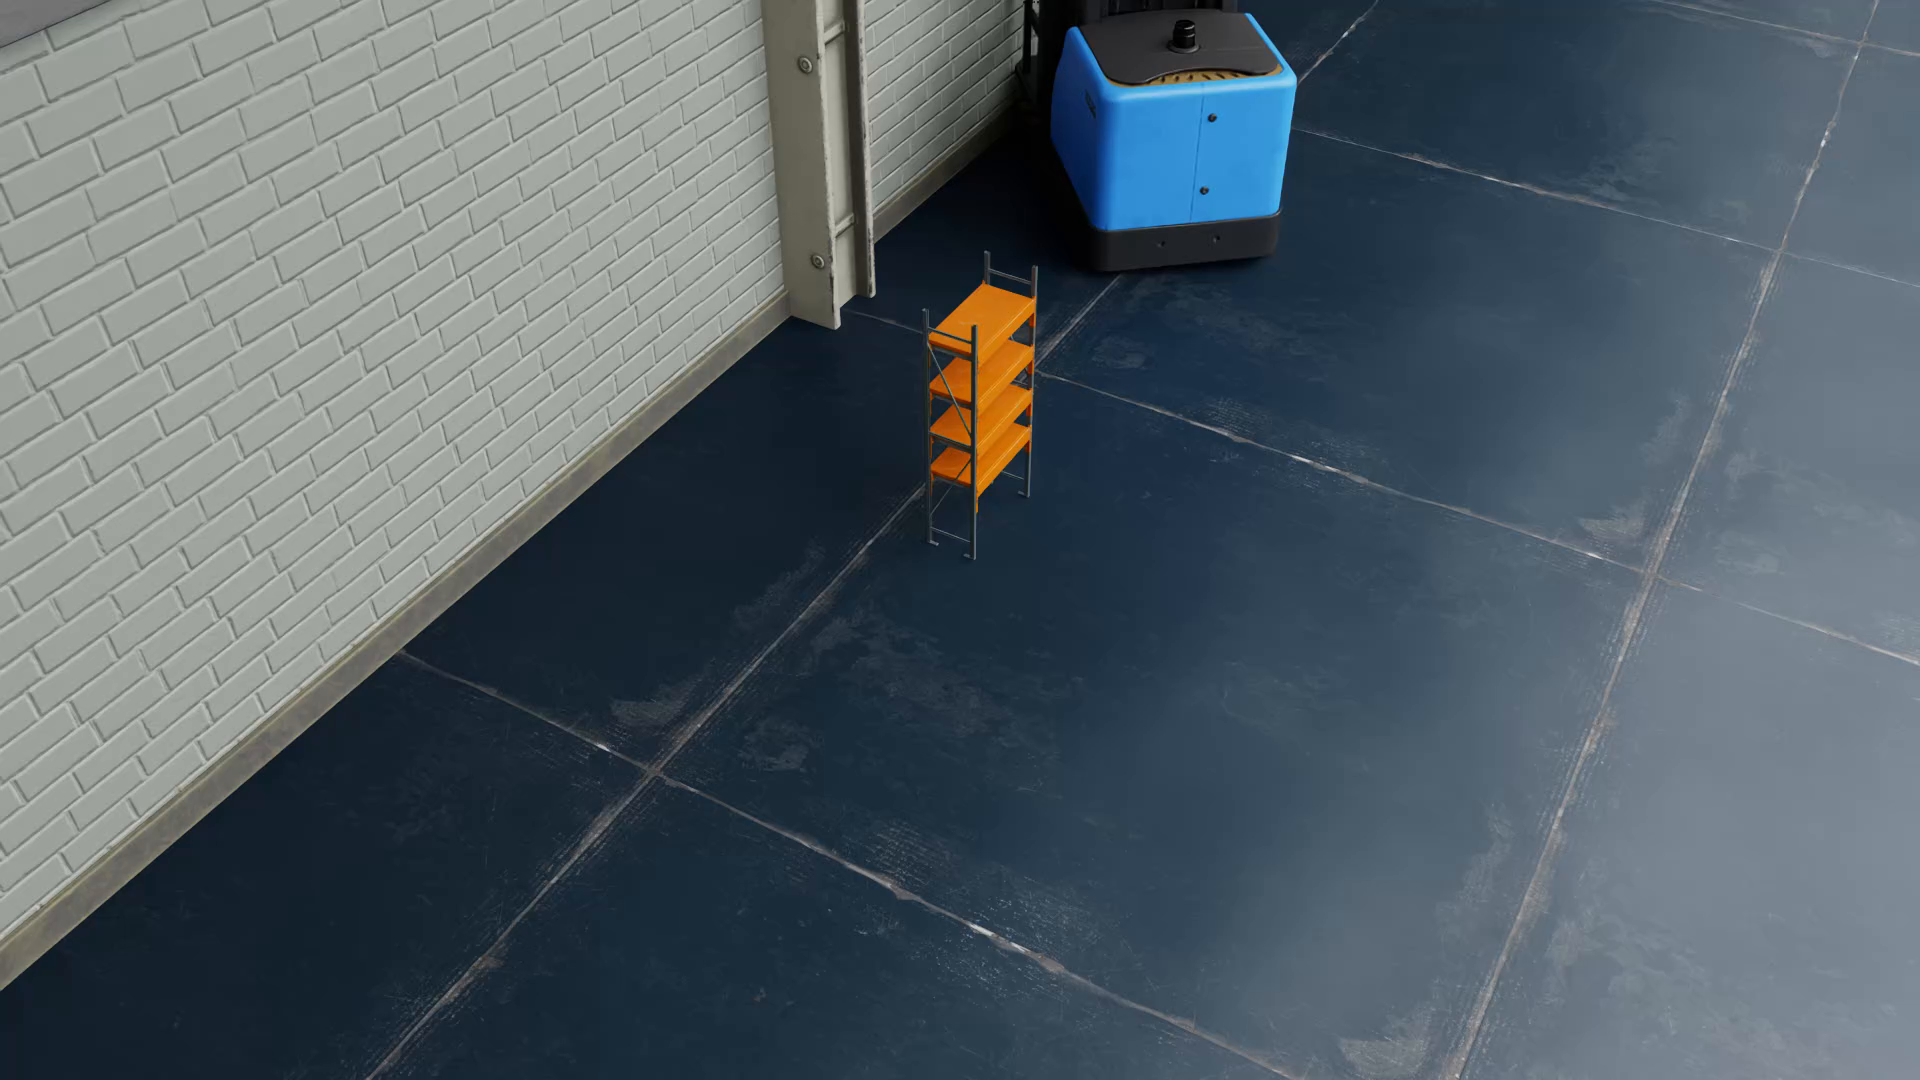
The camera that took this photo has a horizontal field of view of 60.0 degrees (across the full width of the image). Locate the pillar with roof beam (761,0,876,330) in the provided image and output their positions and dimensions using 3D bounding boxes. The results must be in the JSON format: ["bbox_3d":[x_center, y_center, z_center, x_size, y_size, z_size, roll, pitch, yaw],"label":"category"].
[{"bbox_3d":[3.057,-3.187,4.060,9.100,9.000,0.400,21,45,22],"label":"pillar with roof beam"}]

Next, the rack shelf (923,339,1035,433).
[{"bbox_3d":[0.083,-0.662,6.858,0.258,0.148,0.480,21,45,22],"label":"rack shelf"}]

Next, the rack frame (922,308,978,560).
[{"bbox_3d":[-0.039,-0.405,6.802,0.240,1.200,0.015,21,45,22],"label":"rack frame"}]

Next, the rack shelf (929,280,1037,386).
[{"bbox_3d":[0.083,-0.840,6.701,0.258,0.148,0.480,21,45,22],"label":"rack shelf"}]

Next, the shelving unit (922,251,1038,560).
[{"bbox_3d":[0.083,-0.545,6.961,0.258,1.200,0.503,21,45,22],"label":"shelving unit"}]

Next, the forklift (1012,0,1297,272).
[{"bbox_3d":[0.927,-3.492,8.997,1.130,2.935,3.031,-7,42,-8],"label":"forklift"}]

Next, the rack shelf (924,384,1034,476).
[{"bbox_3d":[0.083,-0.495,7.005,0.258,0.148,0.480,21,45,22],"label":"rack shelf"}]

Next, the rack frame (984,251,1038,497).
[{"bbox_3d":[0.205,-0.685,7.120,0.240,1.200,0.015,21,45,22],"label":"rack frame"}]

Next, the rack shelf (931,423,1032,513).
[{"bbox_3d":[0.083,-0.345,7.137,0.258,0.148,0.480,21,45,22],"label":"rack shelf"}]
